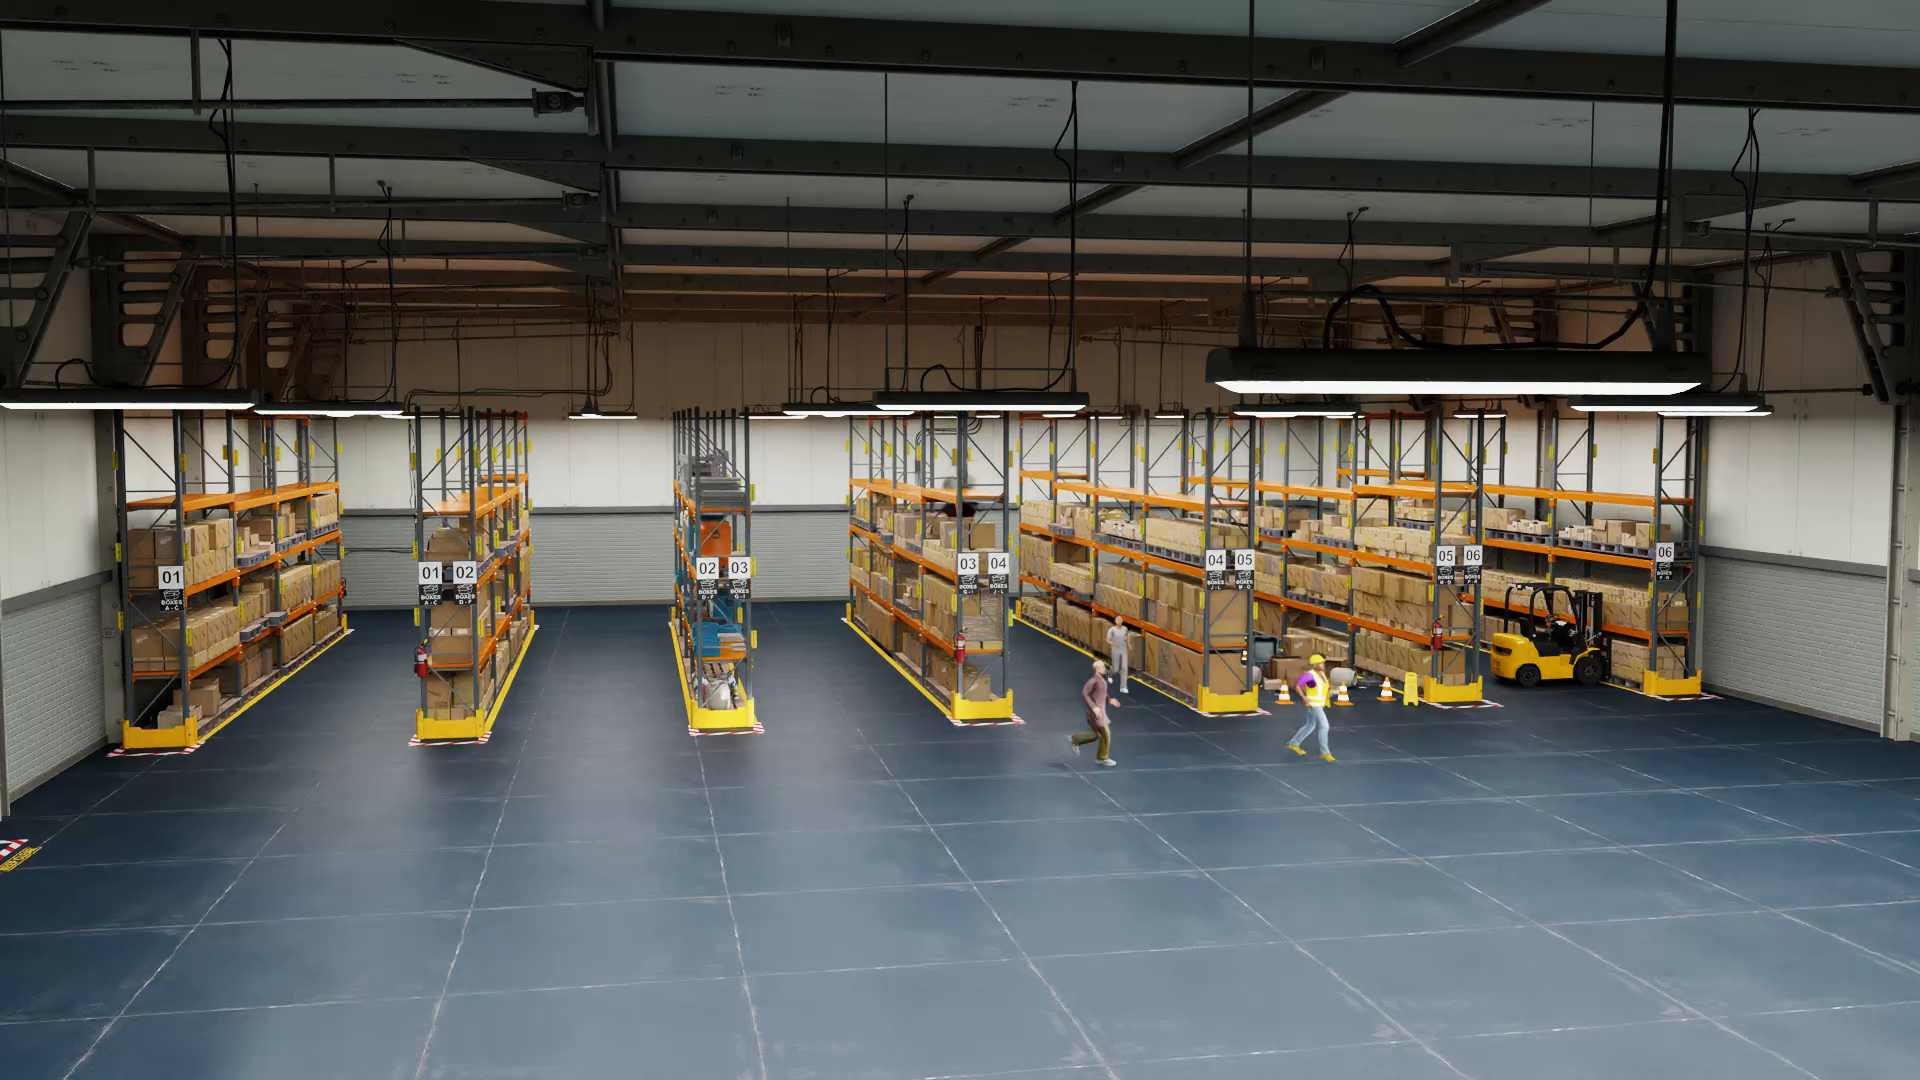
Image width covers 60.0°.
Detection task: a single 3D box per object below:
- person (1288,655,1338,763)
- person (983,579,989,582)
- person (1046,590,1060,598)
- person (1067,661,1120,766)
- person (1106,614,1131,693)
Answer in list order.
[{"bbox_3d":[6.011,2.836,28.204,0.866,1.811,0.671,2,5,26],"label":"person"},{"bbox_3d":[0.800,1.457,48.802,0.617,1.651,0.798,4,6,43],"label":"person"},{"bbox_3d":[2.751,1.381,50.003,0.583,1.581,0.767,-4,6,-45],"label":"person"},{"bbox_3d":[2.198,2.882,27.804,0.876,1.750,0.693,1,4,18],"label":"person"},{"bbox_3d":[3.377,2.387,35.280,0.567,1.633,0.970,-1,4,-15],"label":"person"}]
